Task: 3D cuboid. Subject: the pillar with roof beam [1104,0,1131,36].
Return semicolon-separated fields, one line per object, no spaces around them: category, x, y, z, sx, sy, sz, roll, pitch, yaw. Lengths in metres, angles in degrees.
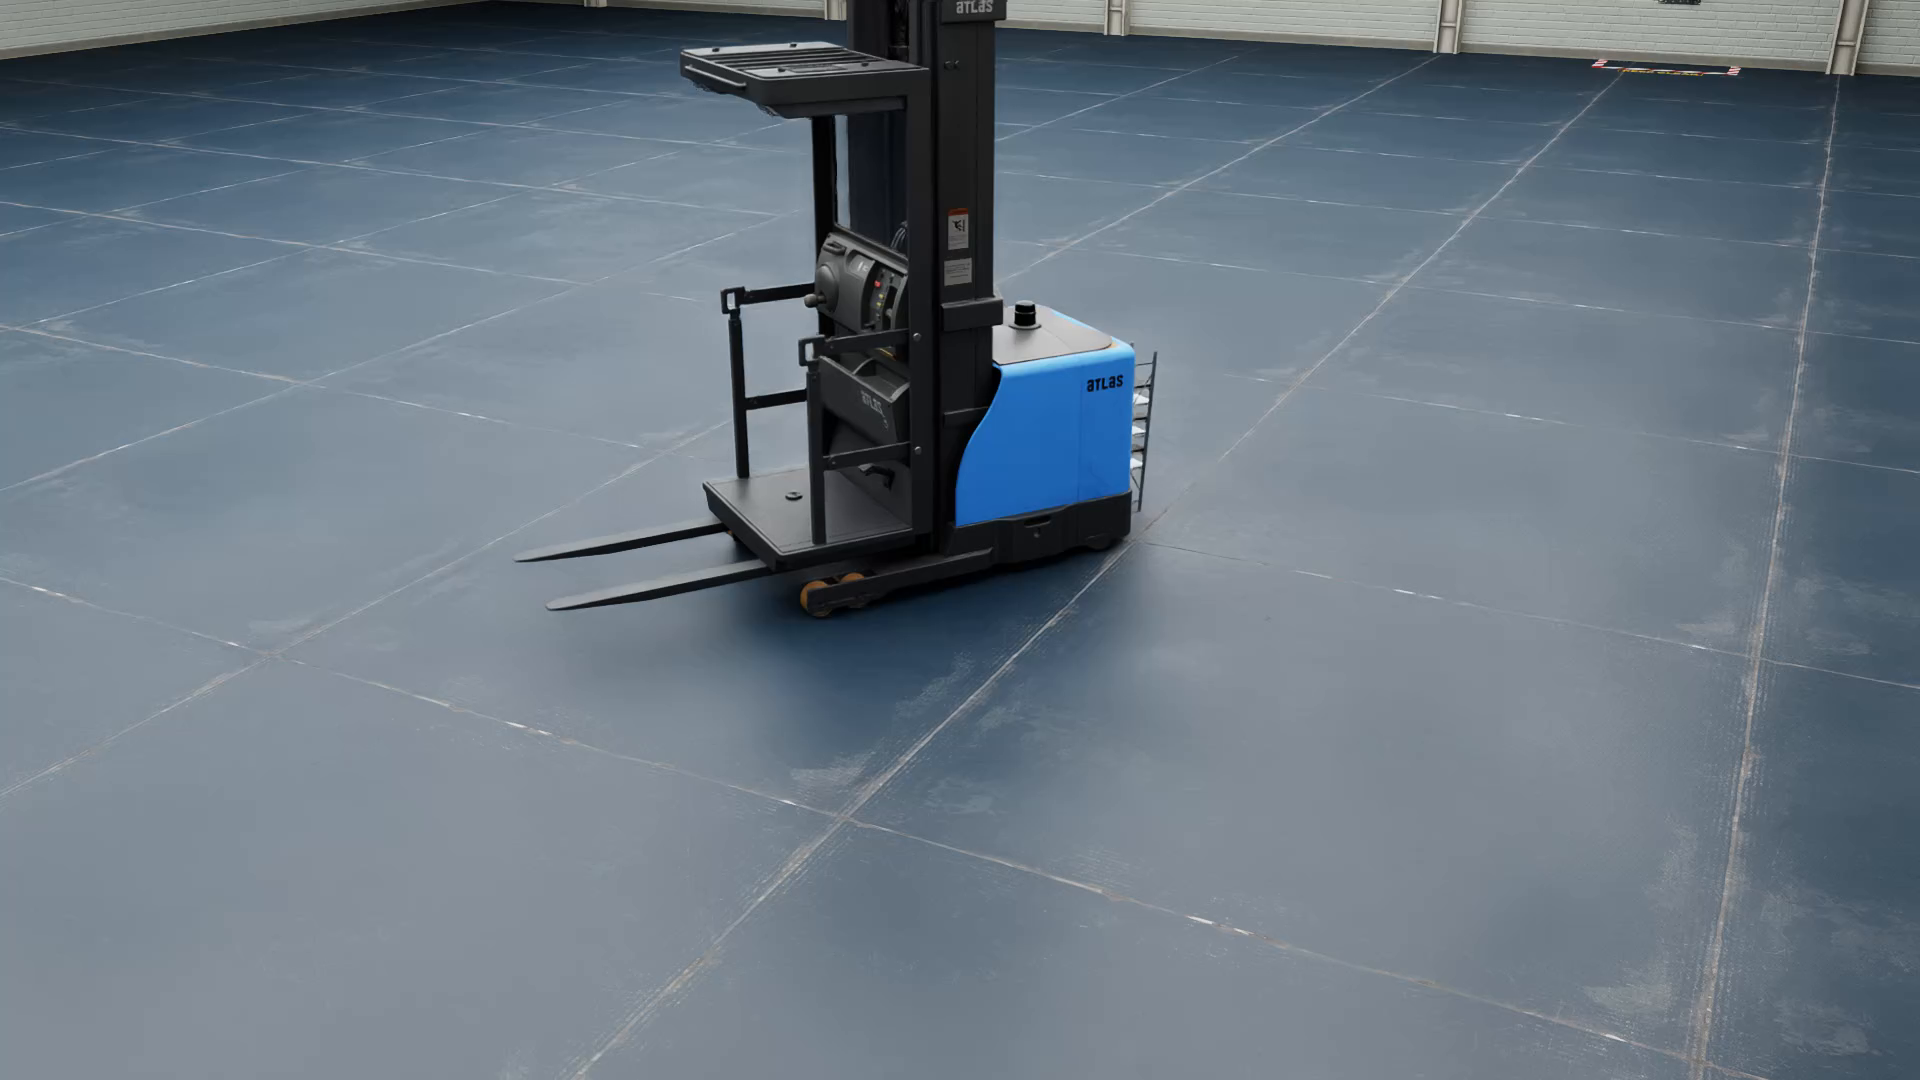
pillar with roof beam;0.957;-11.972;25.402;0.400;9.000;9.100;11;25;25

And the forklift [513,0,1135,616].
forklift;-0.656;-1.222;7.878;3.031;2.935;1.130;-12;26;-25

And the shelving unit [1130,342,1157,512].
shelving unit;0.862;-0.595;8.977;0.258;0.900;0.210;-10;25;-31

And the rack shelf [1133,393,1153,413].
rack shelf;0.870;-0.731;8.924;0.258;0.077;0.200;-10;25;-31

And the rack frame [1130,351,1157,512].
rack frame;0.915;-0.561;8.897;0.240;0.900;0.006;-10;25;-31

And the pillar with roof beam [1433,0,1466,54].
pillar with roof beam;6.312;-10.912;22.910;0.400;9.000;9.100;11;25;25

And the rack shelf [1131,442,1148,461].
rack shelf;0.854;-0.480;9.021;0.258;0.077;0.200;-10;25;-31

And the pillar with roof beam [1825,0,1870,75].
pillar with roof beam;11.666;-9.853;20.419;0.400;9.000;9.100;11;25;25

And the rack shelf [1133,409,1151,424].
rack shelf;0.865;-0.648;8.956;0.258;0.077;0.200;-10;25;-31

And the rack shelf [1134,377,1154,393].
rack shelf;0.875;-0.815;8.892;0.258;0.077;0.200;-10;25;-31

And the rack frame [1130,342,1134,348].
rack frame;0.808;-0.629;9.056;0.240;0.900;0.006;-10;25;-31

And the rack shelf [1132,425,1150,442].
rack shelf;0.860;-0.564;8.989;0.258;0.077;0.200;-10;25;-31

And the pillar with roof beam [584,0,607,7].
pillar with roof beam;-9.752;-14.090;30.384;0.400;9.000;9.100;11;25;25

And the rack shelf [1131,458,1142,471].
rack shelf;0.849;-0.396;9.053;0.258;0.077;0.200;-10;25;-31

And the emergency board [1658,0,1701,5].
emergency board;11.421;-9.053;26.205;0.626;1.169;0.157;11;25;25

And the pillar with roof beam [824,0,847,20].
pillar with roof beam;-4.398;-13.031;27.893;0.400;9.000;9.100;11;25;25
